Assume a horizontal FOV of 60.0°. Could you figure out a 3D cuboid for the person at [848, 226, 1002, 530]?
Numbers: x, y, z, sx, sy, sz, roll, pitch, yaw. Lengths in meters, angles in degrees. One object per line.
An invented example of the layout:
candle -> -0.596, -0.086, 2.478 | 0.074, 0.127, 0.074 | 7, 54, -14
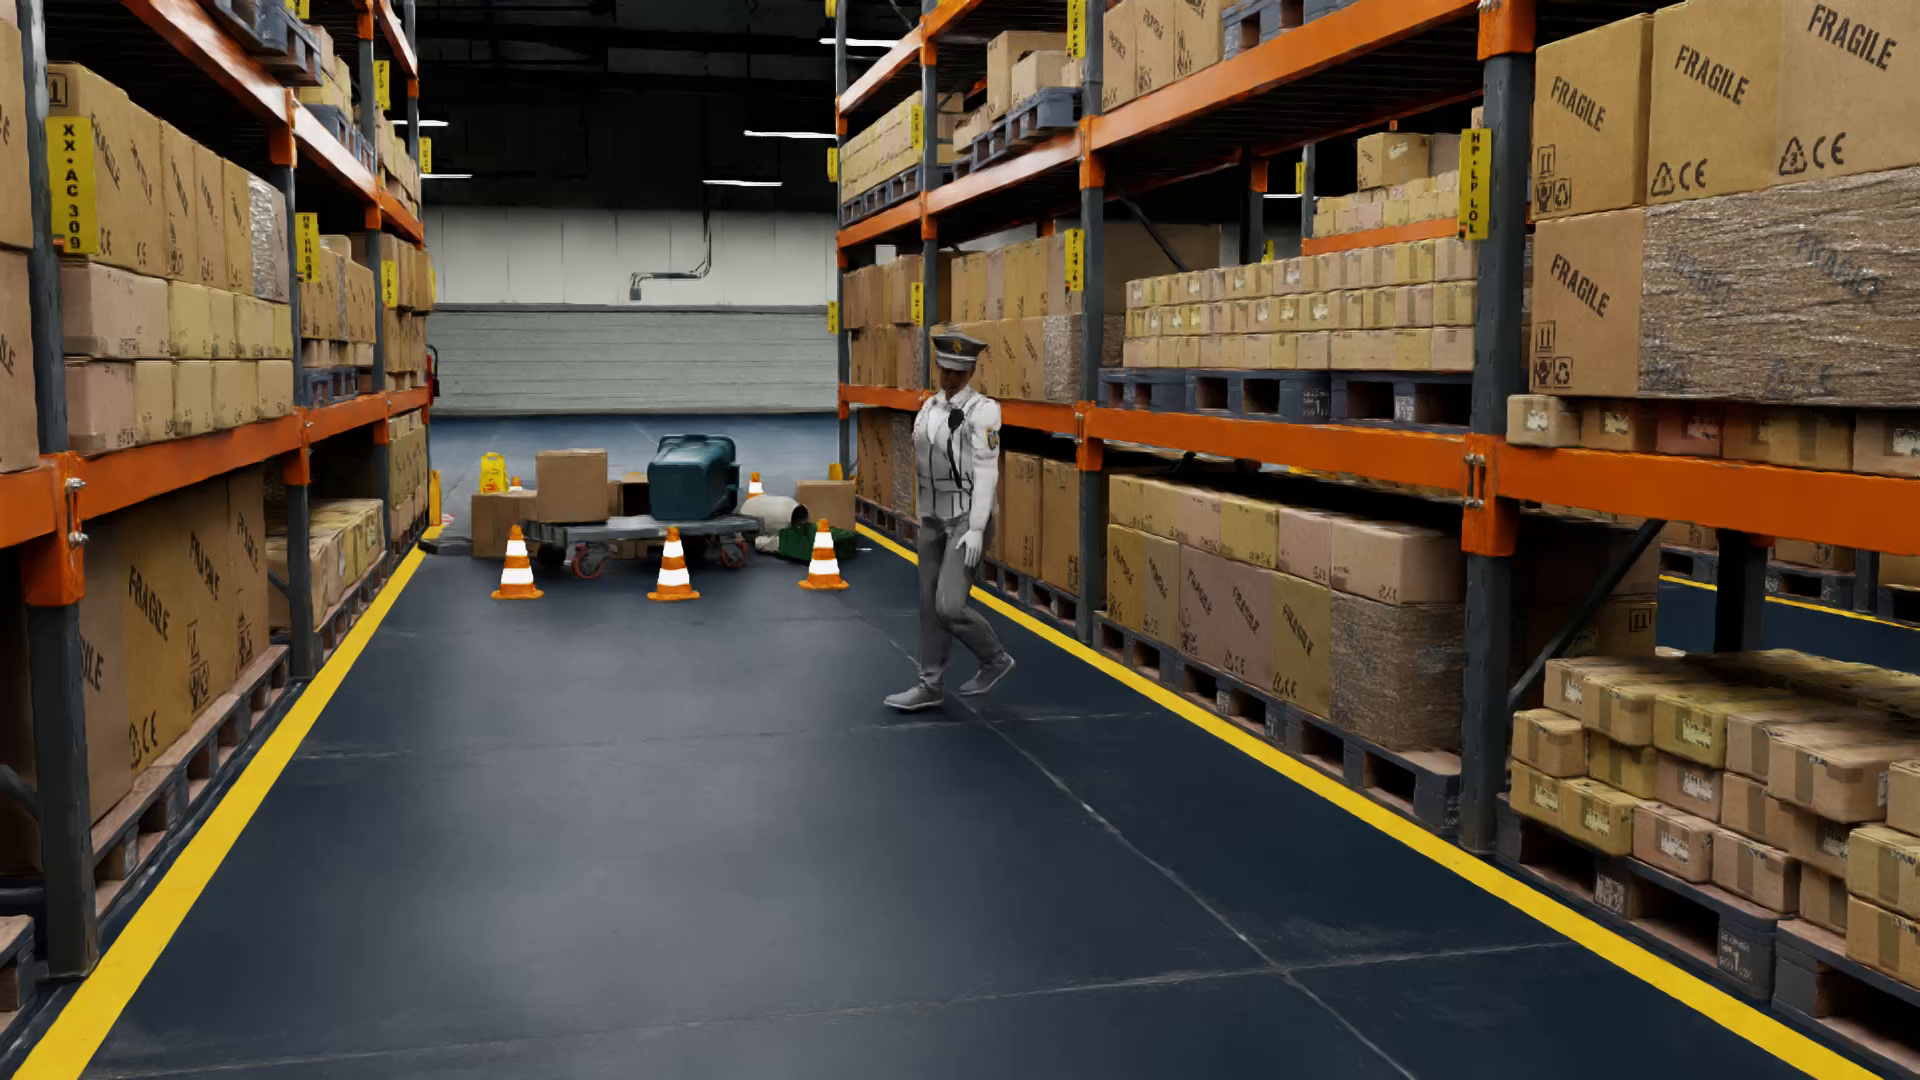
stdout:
person -> -0.904, -1.097, 5.798 | 14.602, 2.357, 18.042 | -5, 8, -41
